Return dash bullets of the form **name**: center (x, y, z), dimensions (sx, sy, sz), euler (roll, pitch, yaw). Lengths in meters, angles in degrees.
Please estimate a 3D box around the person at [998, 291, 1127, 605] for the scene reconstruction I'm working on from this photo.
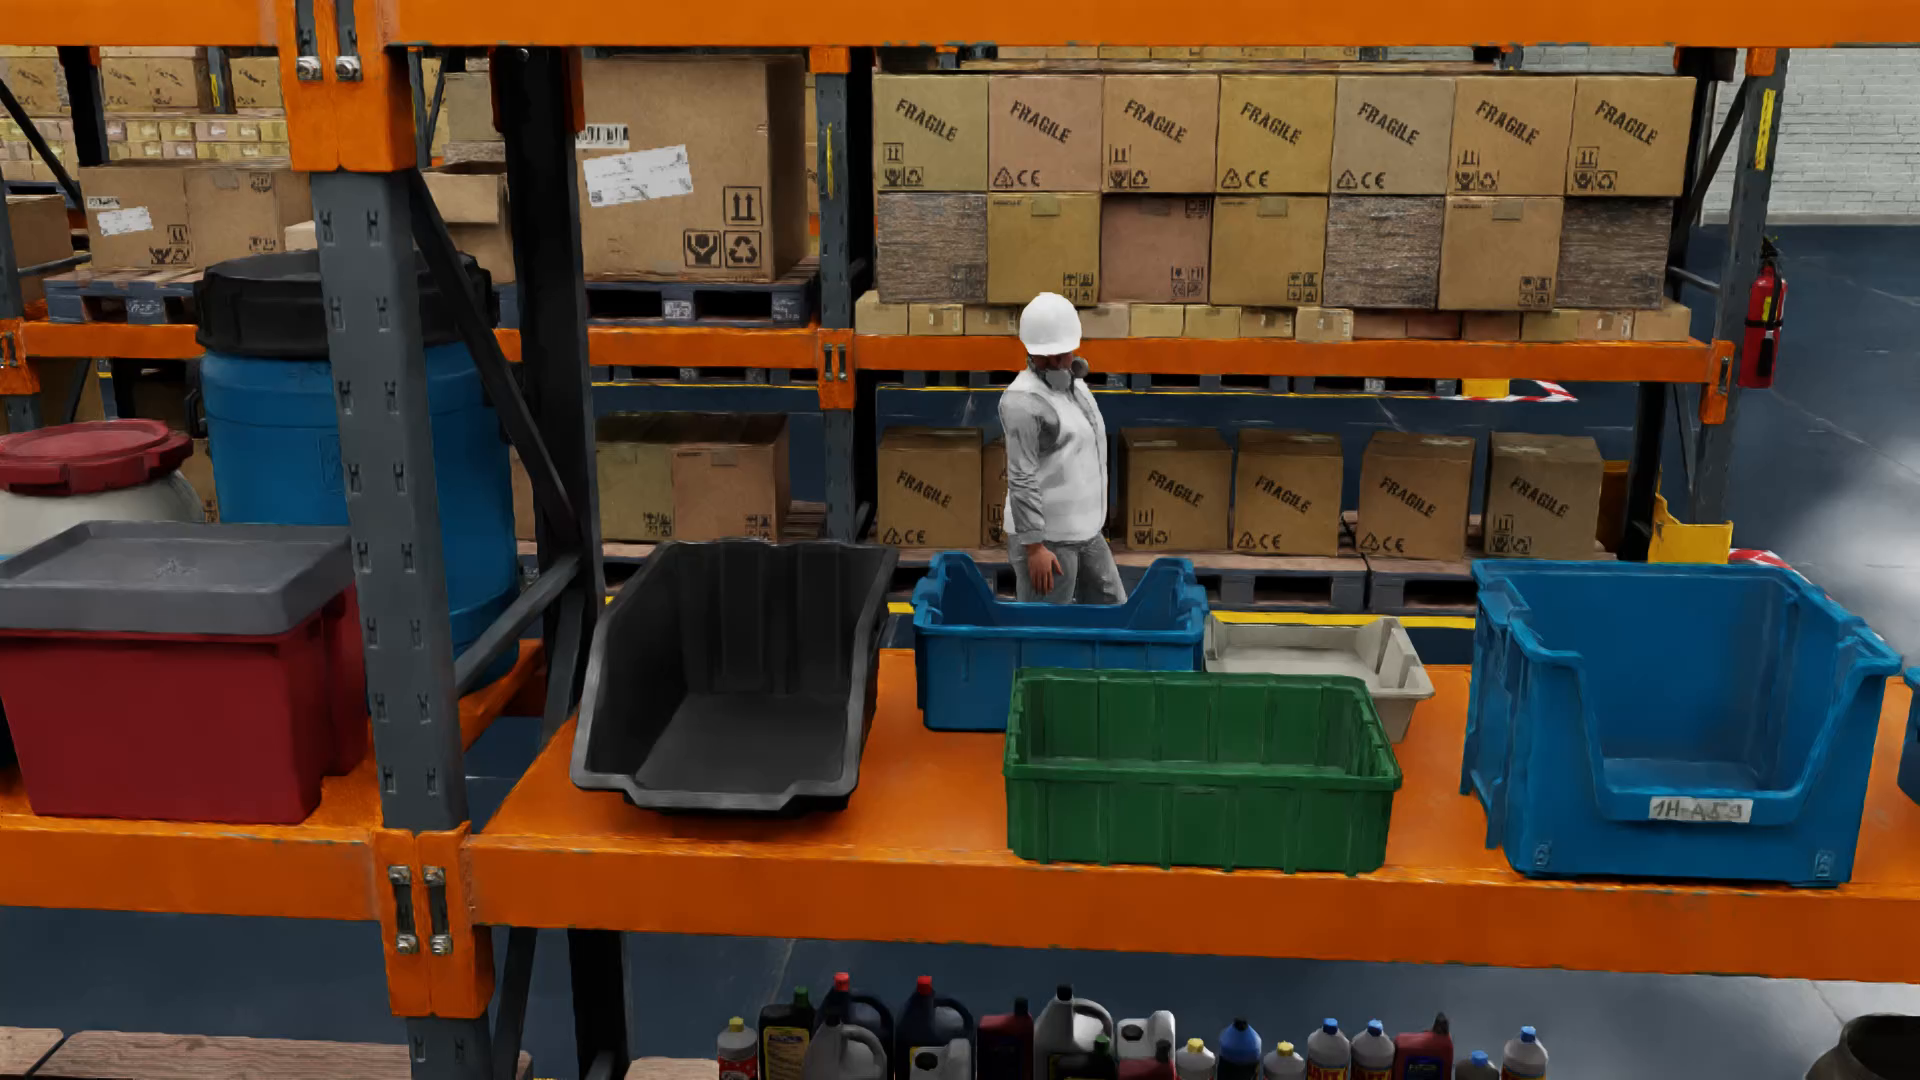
- **person**: center (0.372, -0.039, 6.092), dimensions (0.457, 1.756, 0.582), euler (5, 18, 16)
